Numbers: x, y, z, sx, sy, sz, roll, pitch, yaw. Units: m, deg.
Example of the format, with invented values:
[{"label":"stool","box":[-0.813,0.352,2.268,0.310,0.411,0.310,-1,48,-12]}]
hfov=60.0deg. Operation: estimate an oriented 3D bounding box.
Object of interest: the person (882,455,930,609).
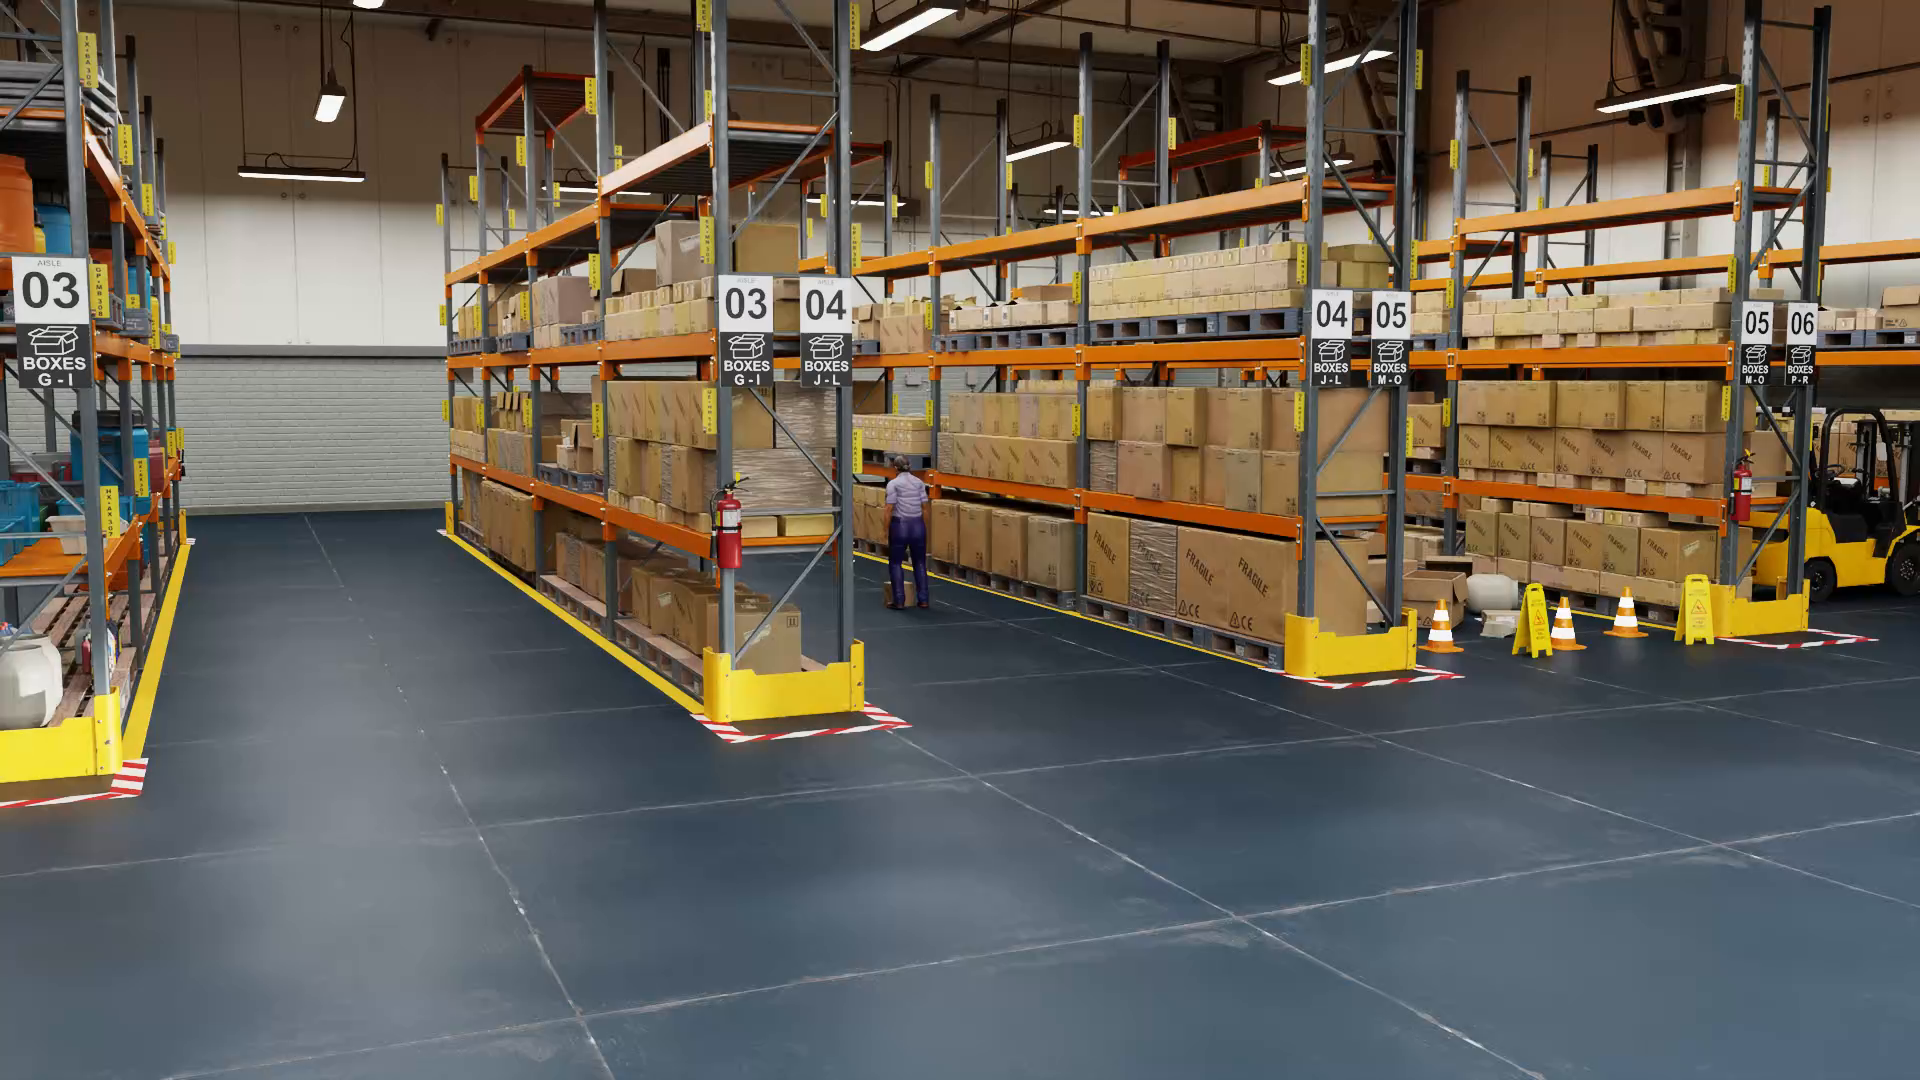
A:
[{"label":"person","box":[-0.568,-0.084,17.922,0.558,1.652,0.363,-3,6,-26]}]
